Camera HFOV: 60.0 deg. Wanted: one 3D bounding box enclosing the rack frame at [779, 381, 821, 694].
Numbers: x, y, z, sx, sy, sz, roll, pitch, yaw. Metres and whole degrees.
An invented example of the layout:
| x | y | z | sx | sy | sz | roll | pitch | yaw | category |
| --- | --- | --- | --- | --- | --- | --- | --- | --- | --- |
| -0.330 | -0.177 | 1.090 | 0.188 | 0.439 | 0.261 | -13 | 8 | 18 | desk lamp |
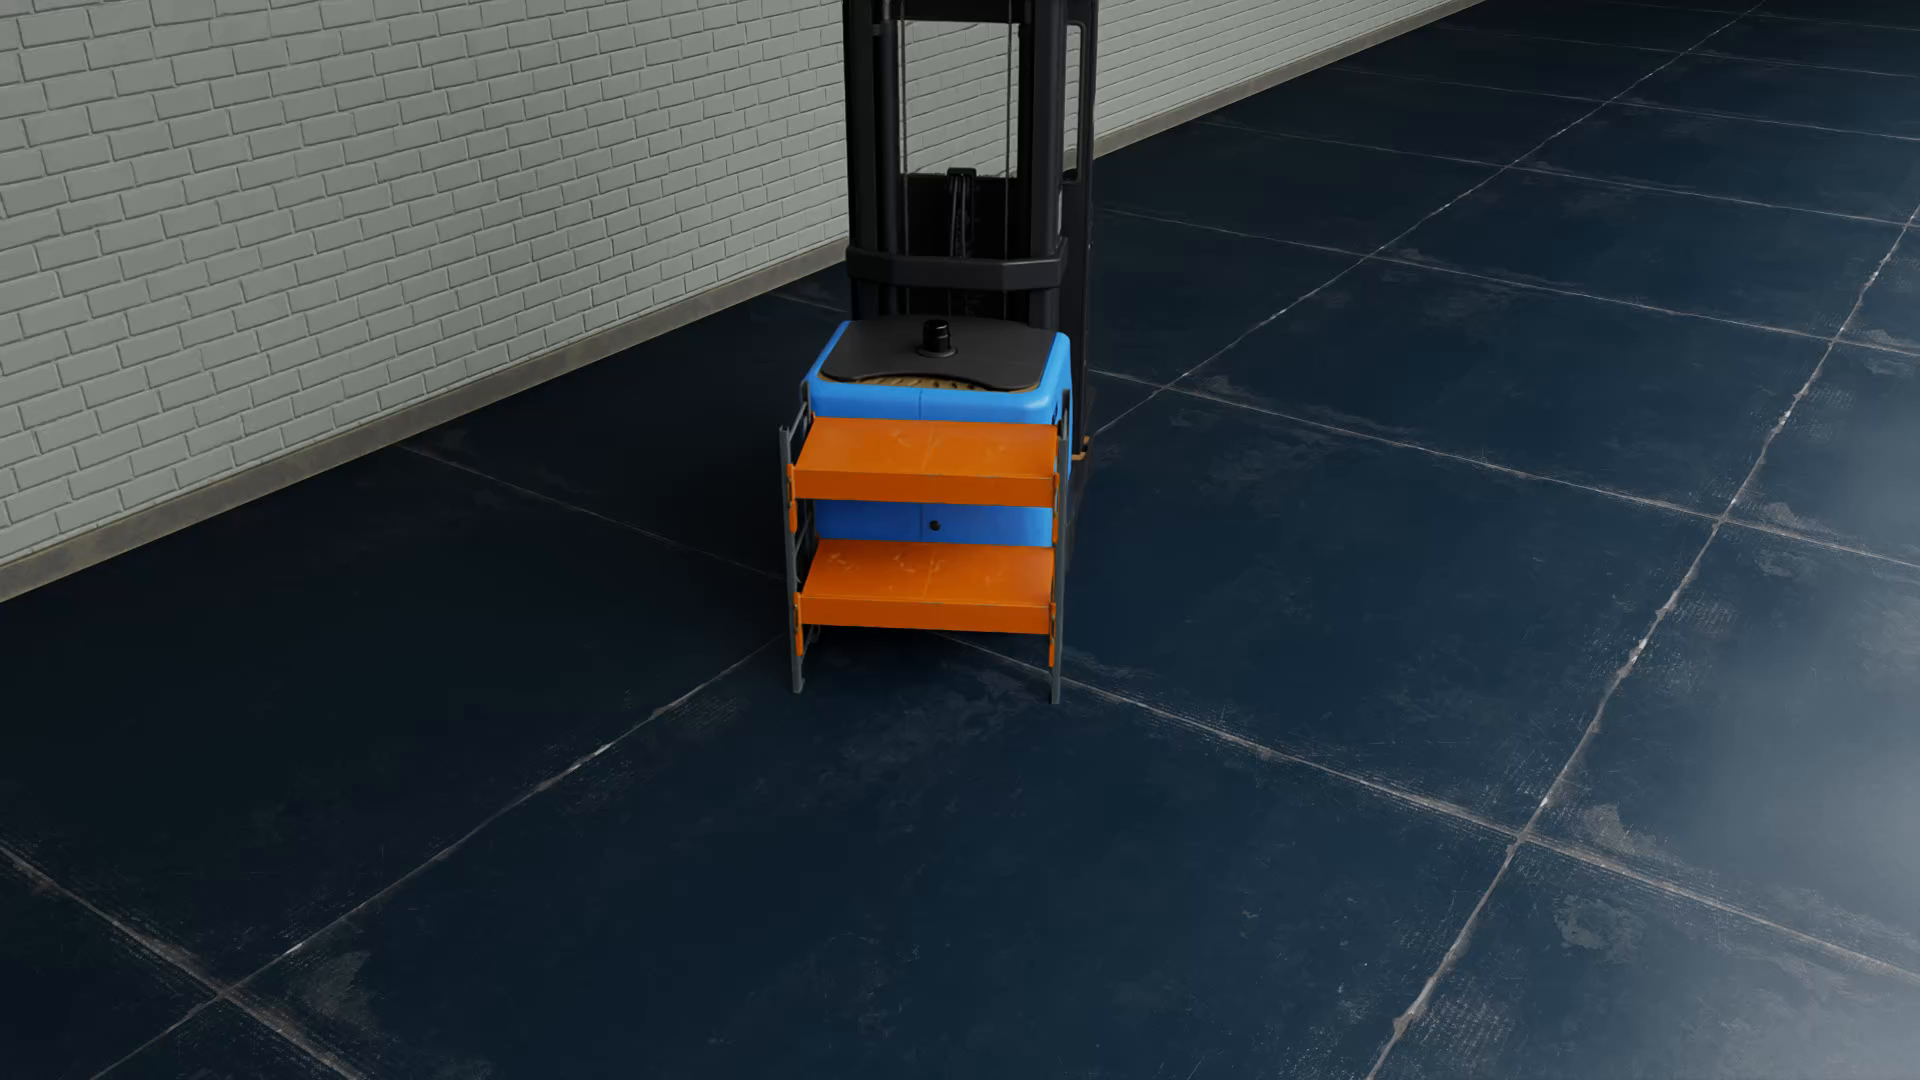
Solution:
| x | y | z | sx | sy | sz | roll | pitch | yaw | category |
| --- | --- | --- | --- | --- | --- | --- | --- | --- | --- |
| -0.623 | -0.007 | 6.524 | 0.032 | 1.125 | 0.500 | 2 | 27 | 4 | rack frame |

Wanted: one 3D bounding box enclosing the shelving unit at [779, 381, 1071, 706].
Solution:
| x | y | z | sx | sy | sz | roll | pitch | yaw | category |
| --- | --- | --- | --- | --- | --- | --- | --- | --- | --- |
| -0.116 | 0.012 | 6.486 | 1.048 | 1.125 | 0.538 | 2 | 27 | 4 | shelving unit |

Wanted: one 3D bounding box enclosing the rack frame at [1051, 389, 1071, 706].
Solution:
| x | y | z | sx | sy | sz | roll | pitch | yaw | category |
| --- | --- | --- | --- | --- | --- | --- | --- | --- | --- |
| 0.390 | 0.031 | 6.448 | 0.032 | 1.125 | 0.500 | 2 | 27 | 4 | rack frame |

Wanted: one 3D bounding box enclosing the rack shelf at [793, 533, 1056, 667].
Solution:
| x | y | z | sx | sy | sz | roll | pitch | yaw | category |
| --- | --- | --- | --- | --- | --- | --- | --- | --- | --- |
| -0.116 | 0.230 | 6.597 | 1.000 | 0.278 | 0.538 | 2 | 27 | 4 | rack shelf |

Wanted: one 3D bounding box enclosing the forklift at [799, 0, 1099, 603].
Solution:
| x | y | z | sx | sy | sz | roll | pitch | yaw | category |
| --- | --- | --- | --- | --- | --- | --- | --- | --- | --- |
| 0.082 | -1.598 | 7.658 | 1.130 | 2.935 | 3.031 | 4 | 27 | 8 | forklift |

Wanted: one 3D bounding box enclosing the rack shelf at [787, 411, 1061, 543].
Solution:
| x | y | z | sx | sy | sz | roll | pitch | yaw | category |
| --- | --- | --- | --- | --- | --- | --- | --- | --- | --- |
| -0.116 | -0.249 | 6.354 | 1.000 | 0.278 | 0.538 | 2 | 27 | 4 | rack shelf |
